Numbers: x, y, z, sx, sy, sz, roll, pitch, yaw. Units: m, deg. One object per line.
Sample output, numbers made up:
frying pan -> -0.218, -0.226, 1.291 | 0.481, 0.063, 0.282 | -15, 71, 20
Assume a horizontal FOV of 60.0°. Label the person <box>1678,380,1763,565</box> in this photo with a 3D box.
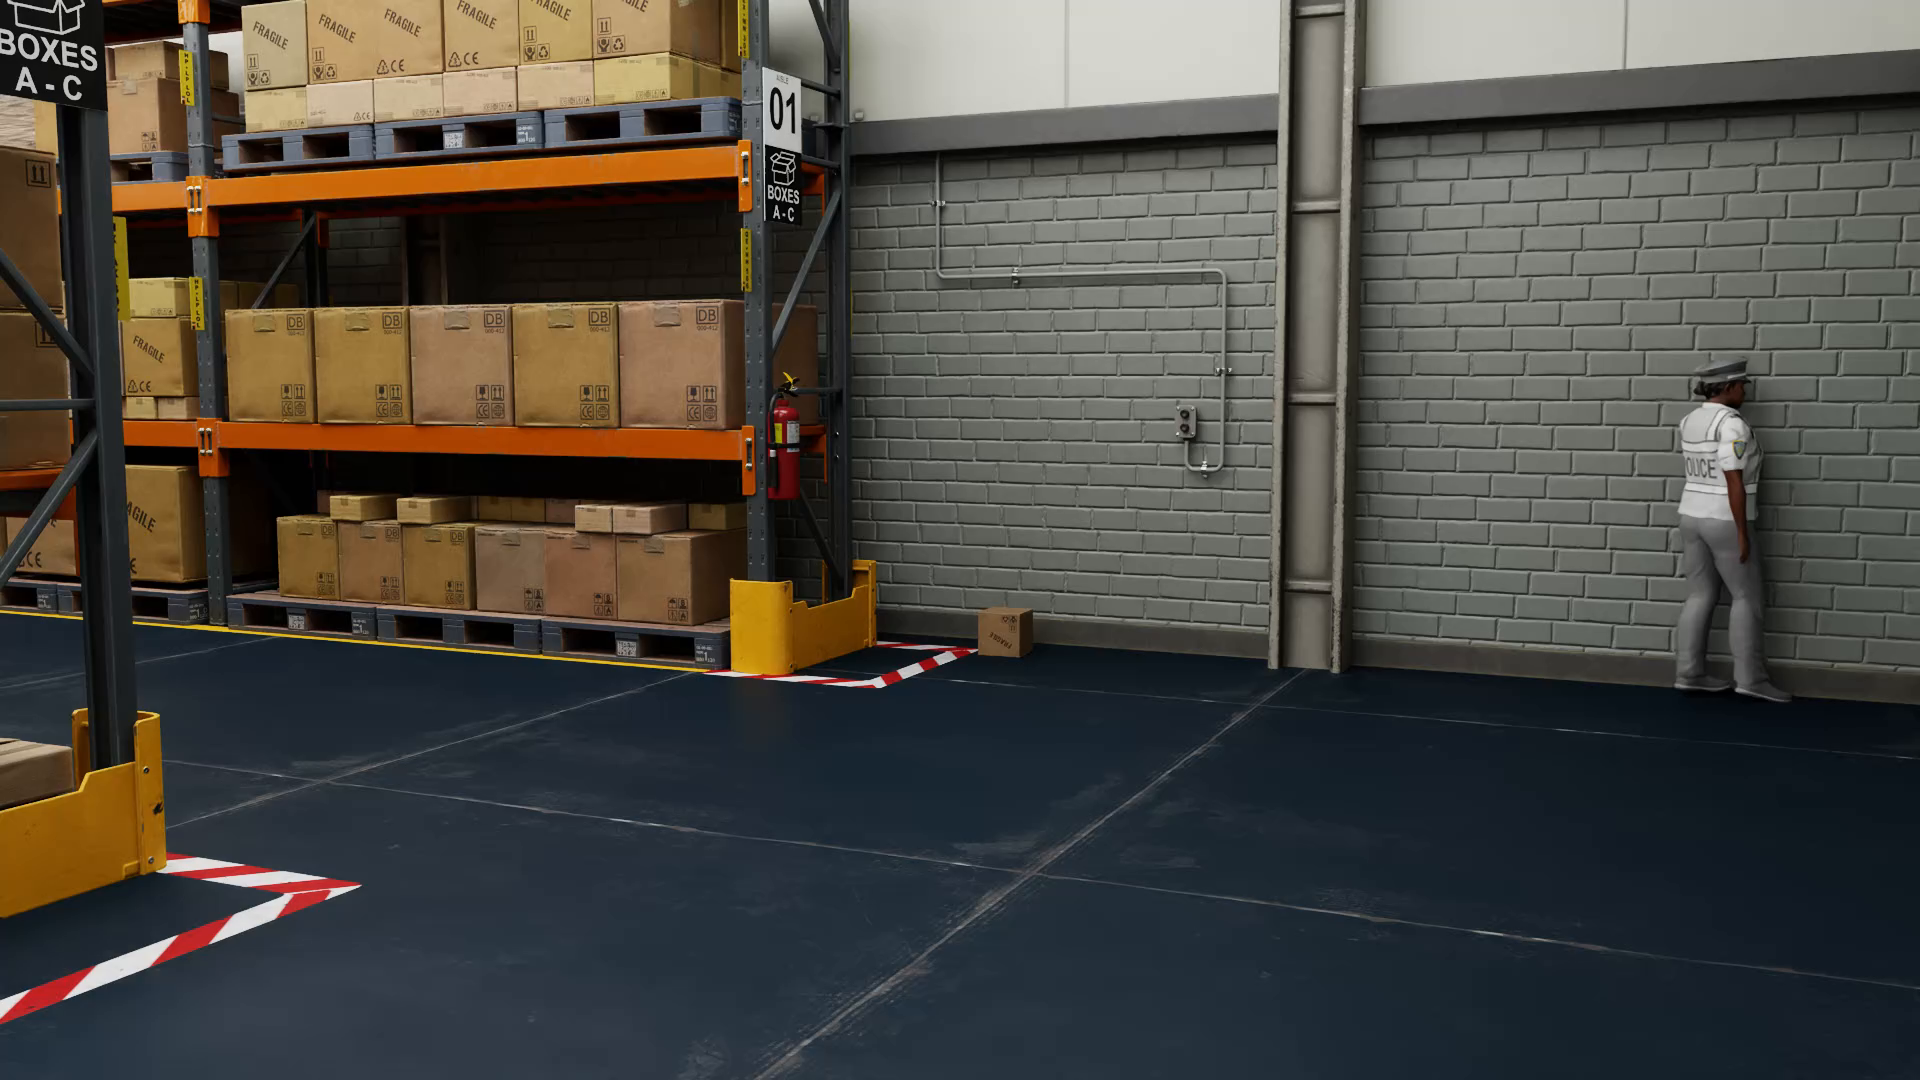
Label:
person -> 3.774, -0.393, 8.208 | 0.375, 0.990, 0.490 | -1, 6, -11
